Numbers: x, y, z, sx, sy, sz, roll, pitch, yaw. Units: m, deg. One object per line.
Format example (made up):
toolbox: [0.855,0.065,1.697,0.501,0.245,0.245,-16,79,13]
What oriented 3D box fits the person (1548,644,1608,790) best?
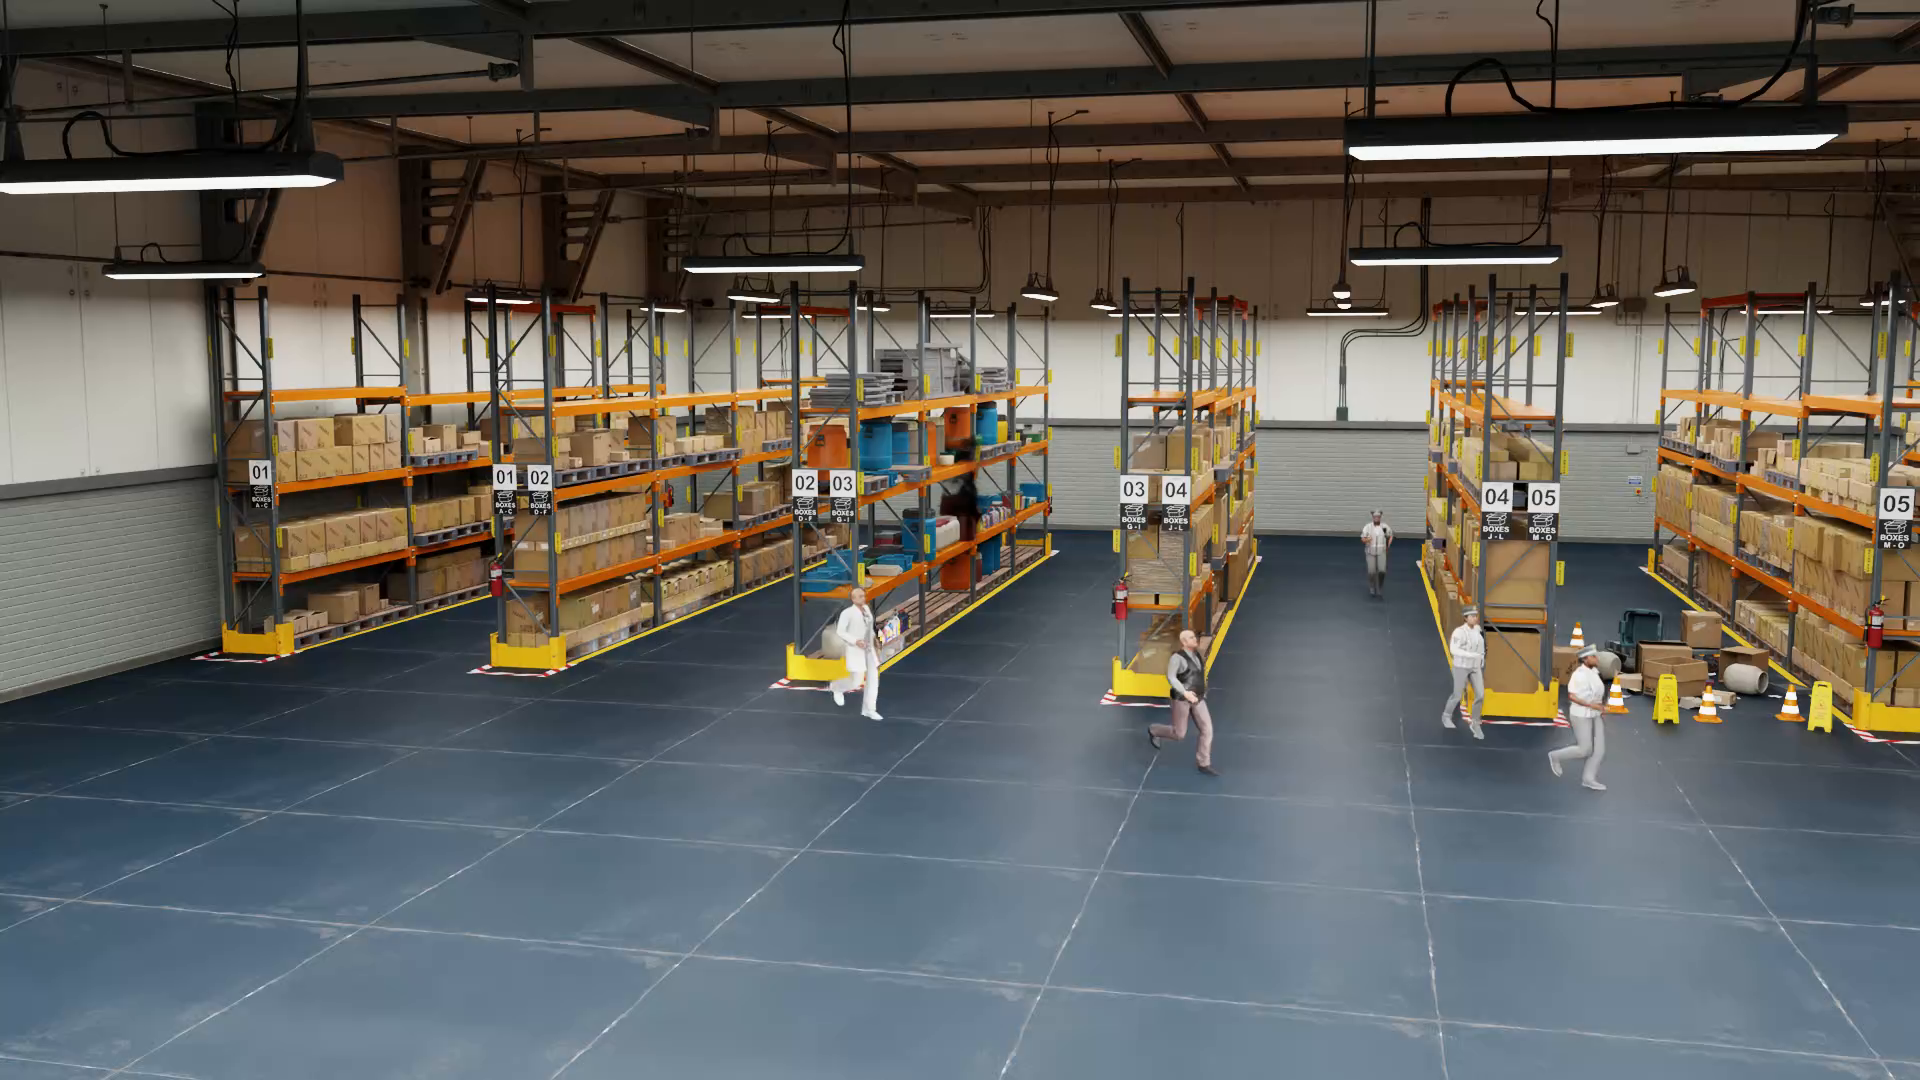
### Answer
person: [7.130,1.995,19.034,0.575,1.653,0.690,-5,9,-40]

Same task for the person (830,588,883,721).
person: [-1.399,1.545,22.709,0.923,1.767,0.724,6,9,42]

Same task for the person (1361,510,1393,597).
person: [8.425,0.279,33.609,0.644,1.792,0.656,1,7,12]

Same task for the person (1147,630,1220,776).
person: [2.682,1.918,19.812,0.643,1.710,0.998,-6,9,-40]

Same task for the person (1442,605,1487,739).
person: [6.589,1.703,21.604,0.627,1.766,0.740,-2,7,-20]
